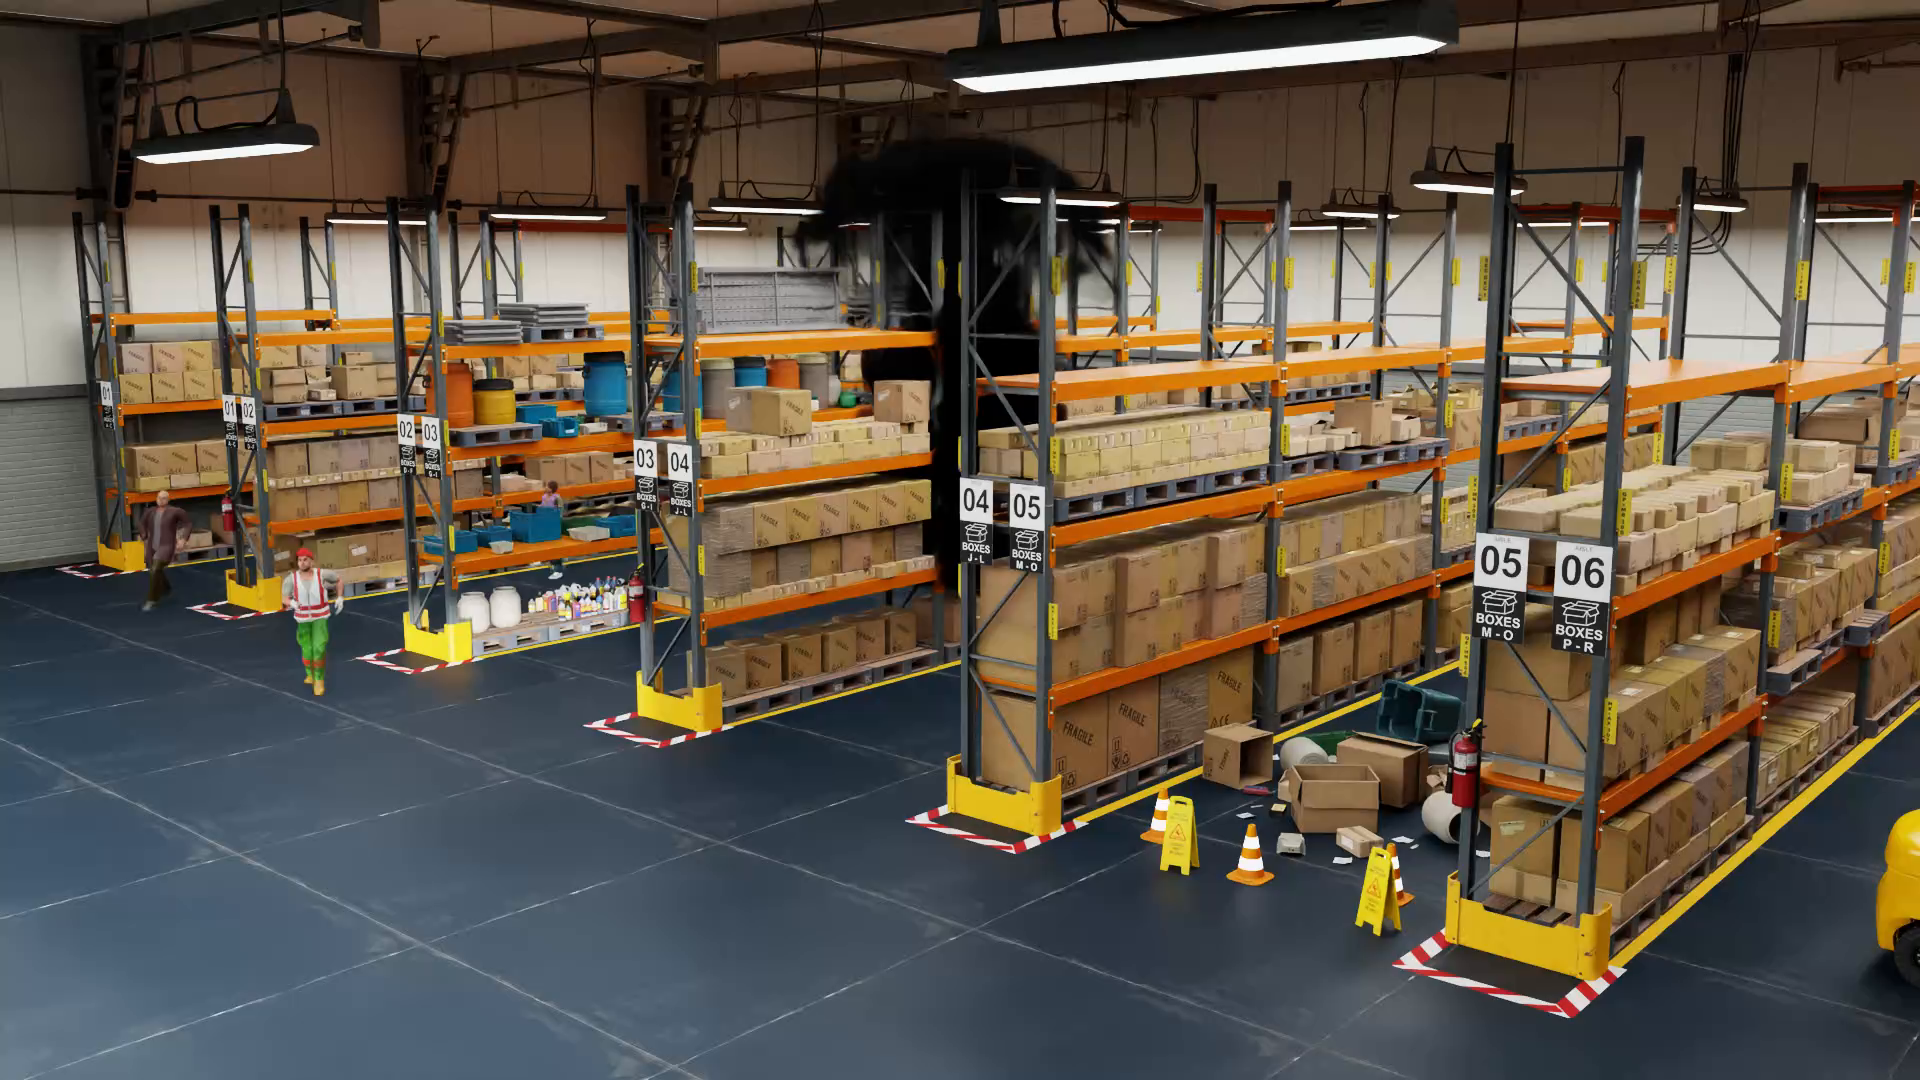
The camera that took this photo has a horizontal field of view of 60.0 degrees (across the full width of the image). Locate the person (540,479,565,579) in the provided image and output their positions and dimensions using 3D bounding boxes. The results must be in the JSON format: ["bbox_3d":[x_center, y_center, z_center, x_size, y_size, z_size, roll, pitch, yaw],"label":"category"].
[{"bbox_3d":[-6.387,-0.162,25.774,0.488,1.574,0.504,6,11,30],"label":"person"}]

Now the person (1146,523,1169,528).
[{"bbox_3d":[2.571,0.302,22.643,0.645,1.887,0.650,6,11,32],"label":"person"}]

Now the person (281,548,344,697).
[{"bbox_3d":[-7.791,0.973,20.039,0.673,1.796,0.886,-2,10,-11],"label":"person"}]

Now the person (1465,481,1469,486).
[{"bbox_3d":[8.286,-0.149,27.102,0.608,1.693,0.877,7,12,37],"label":"person"}]

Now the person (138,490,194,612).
[{"bbox_3d":[-12.037,0.148,25.136,0.767,1.809,0.852,2,10,11],"label":"person"}]
